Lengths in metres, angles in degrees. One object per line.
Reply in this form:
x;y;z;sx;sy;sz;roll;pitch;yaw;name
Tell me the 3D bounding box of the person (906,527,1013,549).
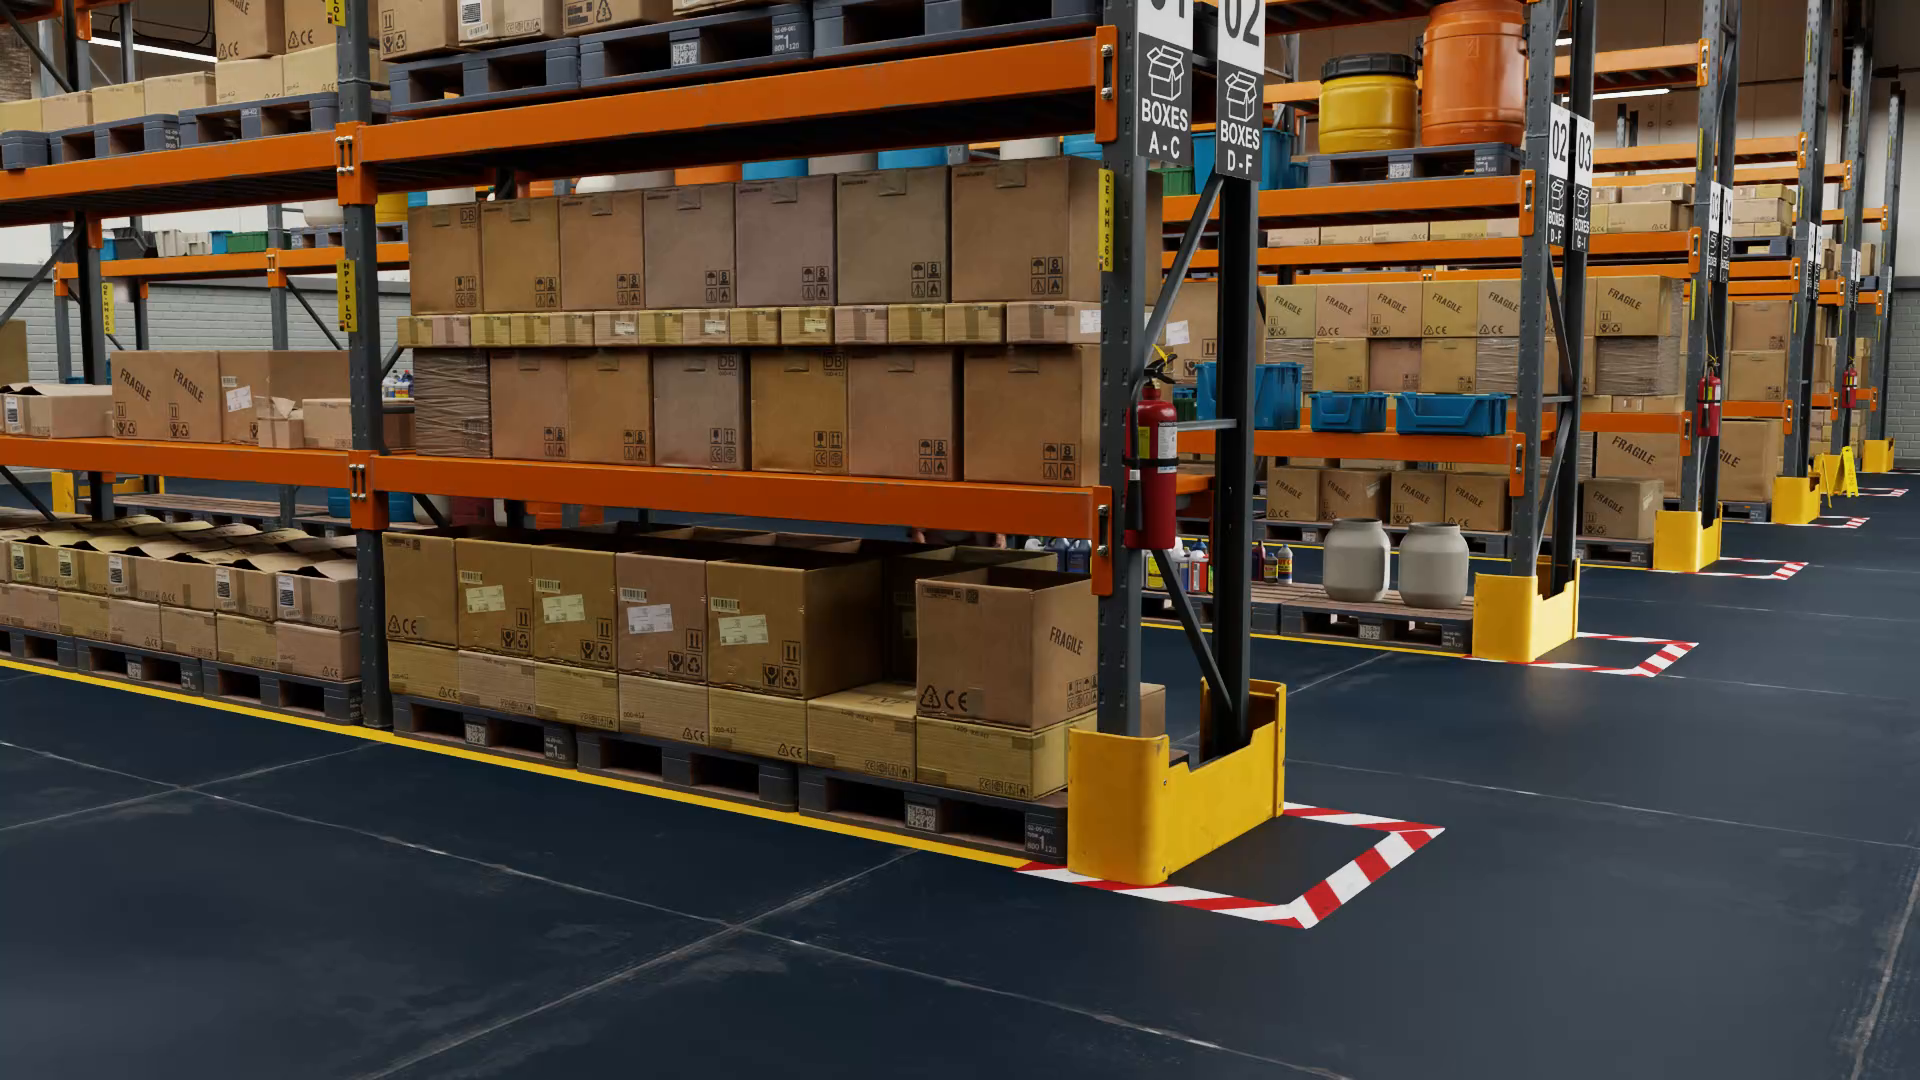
0.005;-0.009;8.635;0.607;1.666;0.502;0;6;3;person
